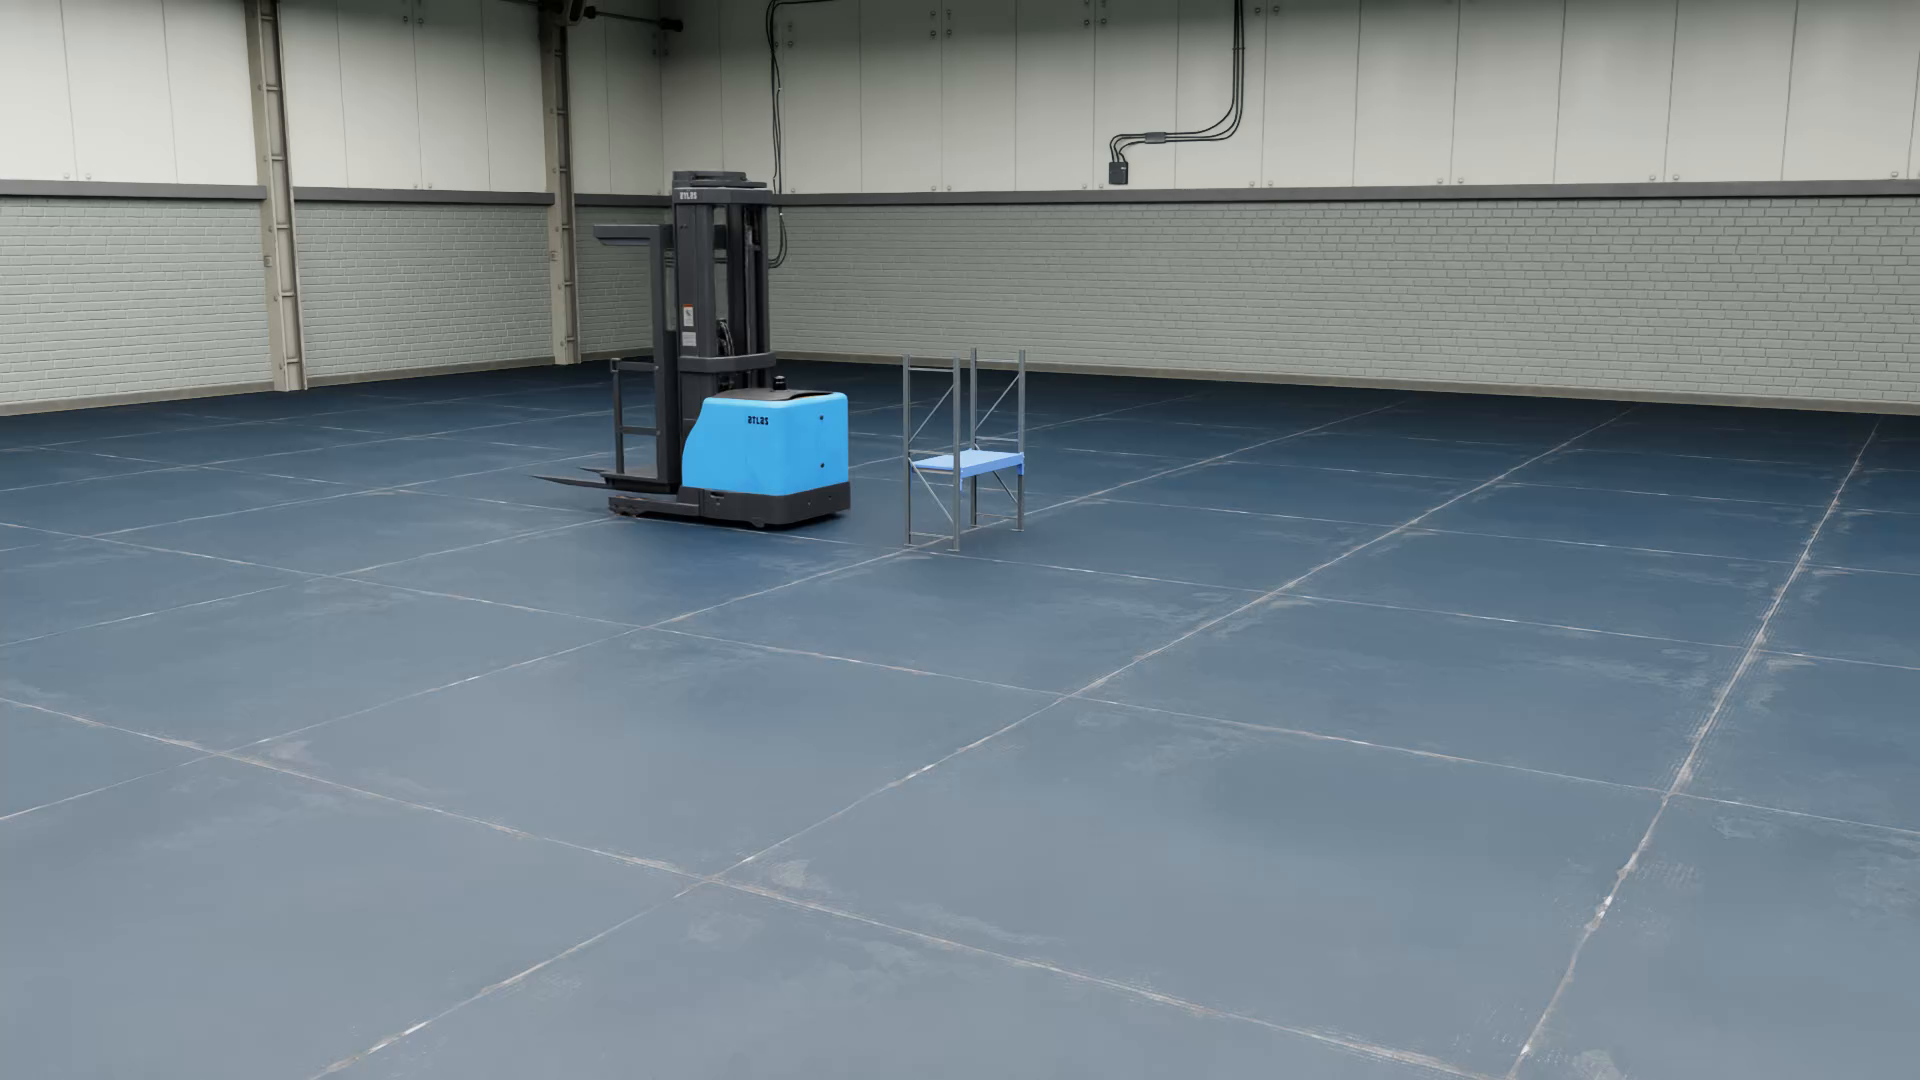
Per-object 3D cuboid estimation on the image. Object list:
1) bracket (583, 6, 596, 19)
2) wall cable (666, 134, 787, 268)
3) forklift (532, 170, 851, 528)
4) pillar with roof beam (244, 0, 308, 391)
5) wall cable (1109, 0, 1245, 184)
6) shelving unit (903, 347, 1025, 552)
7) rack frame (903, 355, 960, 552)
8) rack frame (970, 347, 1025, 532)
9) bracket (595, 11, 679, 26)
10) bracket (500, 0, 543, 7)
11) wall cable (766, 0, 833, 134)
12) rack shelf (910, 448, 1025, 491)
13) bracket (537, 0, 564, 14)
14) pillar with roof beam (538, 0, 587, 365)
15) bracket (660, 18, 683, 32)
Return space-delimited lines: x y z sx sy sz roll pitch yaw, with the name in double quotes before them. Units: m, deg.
"bracket" -6.760 -9.498 29.866 0.235 0.232 0.430 6 12 31
"wall cable" -4.619 -6.508 32.115 3.097 2.526 0.112 6 12 31
"forklift" -2.477 -1.717 14.576 3.031 2.935 1.130 6 12 31
"pillar with roof beam" -6.714 -6.342 22.792 9.100 9.000 0.400 6 12 31
"wall cable" 3.487 -8.796 26.659 2.305 6.003 0.169 6 12 31
"shelving unit" 0.044 -0.751 13.302 0.538 1.500 1.048 6 12 31
"rack frame" -0.220 -0.671 12.875 0.500 1.500 0.032 6 12 31
"rack frame" 0.308 -0.831 13.729 0.500 1.500 0.032 6 12 31
"bracket" -5.836 -9.778 31.360 0.076 0.066 3.189 6 12 31
"bracket" -8.528 -8.962 27.004 0.076 0.066 4.783 6 12 31
"wall cable" -2.307 -8.732 30.270 3.097 2.526 0.112 6 12 31
"rack shelf" 0.044 -0.574 13.335 0.538 0.185 1.000 6 12 31
"bracket" -7.191 -9.367 29.168 0.235 0.232 0.430 6 12 31
"pillar with roof beam" -3.599 -7.286 27.832 9.100 9.000 0.548 6 12 31
"bracket" -5.529 -9.871 31.857 0.235 0.232 0.430 6 12 31
